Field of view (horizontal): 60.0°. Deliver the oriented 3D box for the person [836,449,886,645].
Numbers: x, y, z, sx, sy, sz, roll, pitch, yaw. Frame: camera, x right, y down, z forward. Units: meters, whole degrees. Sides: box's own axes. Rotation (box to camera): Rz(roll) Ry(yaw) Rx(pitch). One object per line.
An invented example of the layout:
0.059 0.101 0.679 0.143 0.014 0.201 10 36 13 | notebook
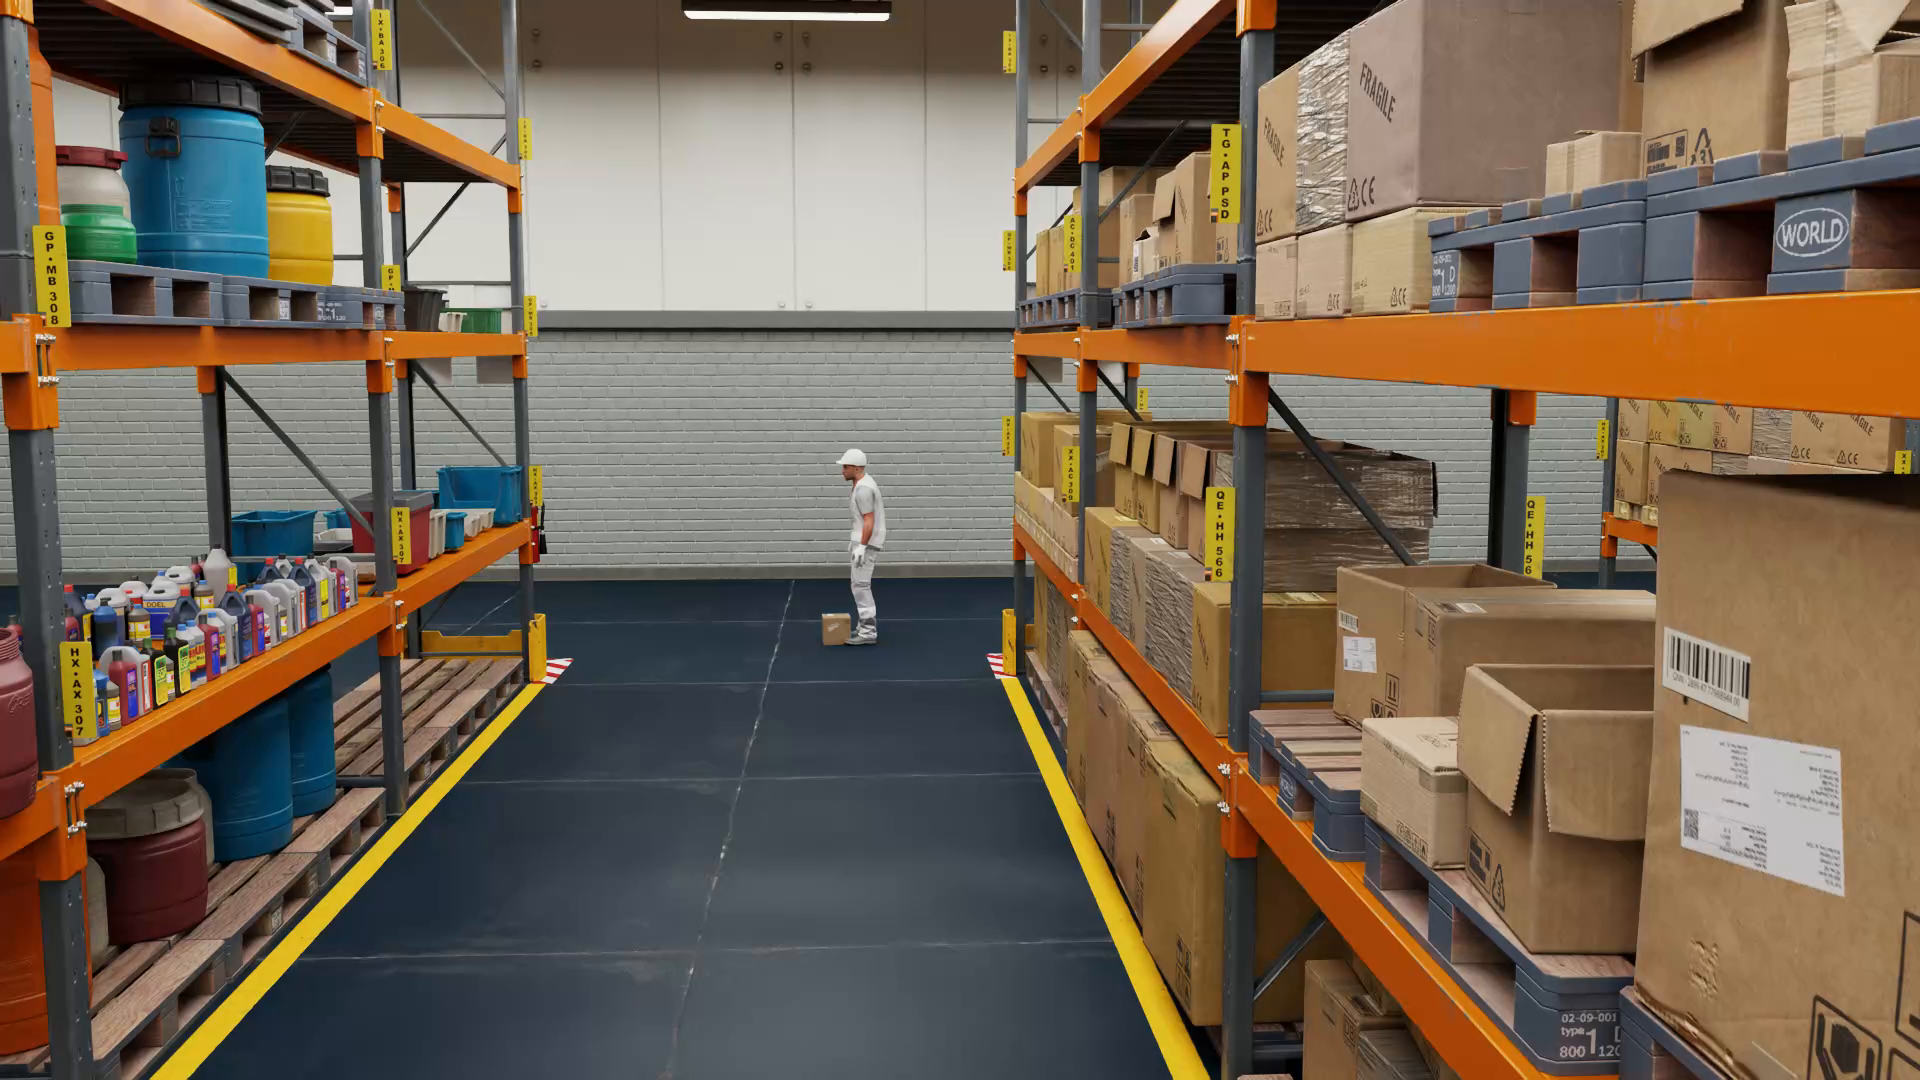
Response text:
-0.905 0.060 15.164 0.445 1.781 0.620 -1 7 -7 | person
